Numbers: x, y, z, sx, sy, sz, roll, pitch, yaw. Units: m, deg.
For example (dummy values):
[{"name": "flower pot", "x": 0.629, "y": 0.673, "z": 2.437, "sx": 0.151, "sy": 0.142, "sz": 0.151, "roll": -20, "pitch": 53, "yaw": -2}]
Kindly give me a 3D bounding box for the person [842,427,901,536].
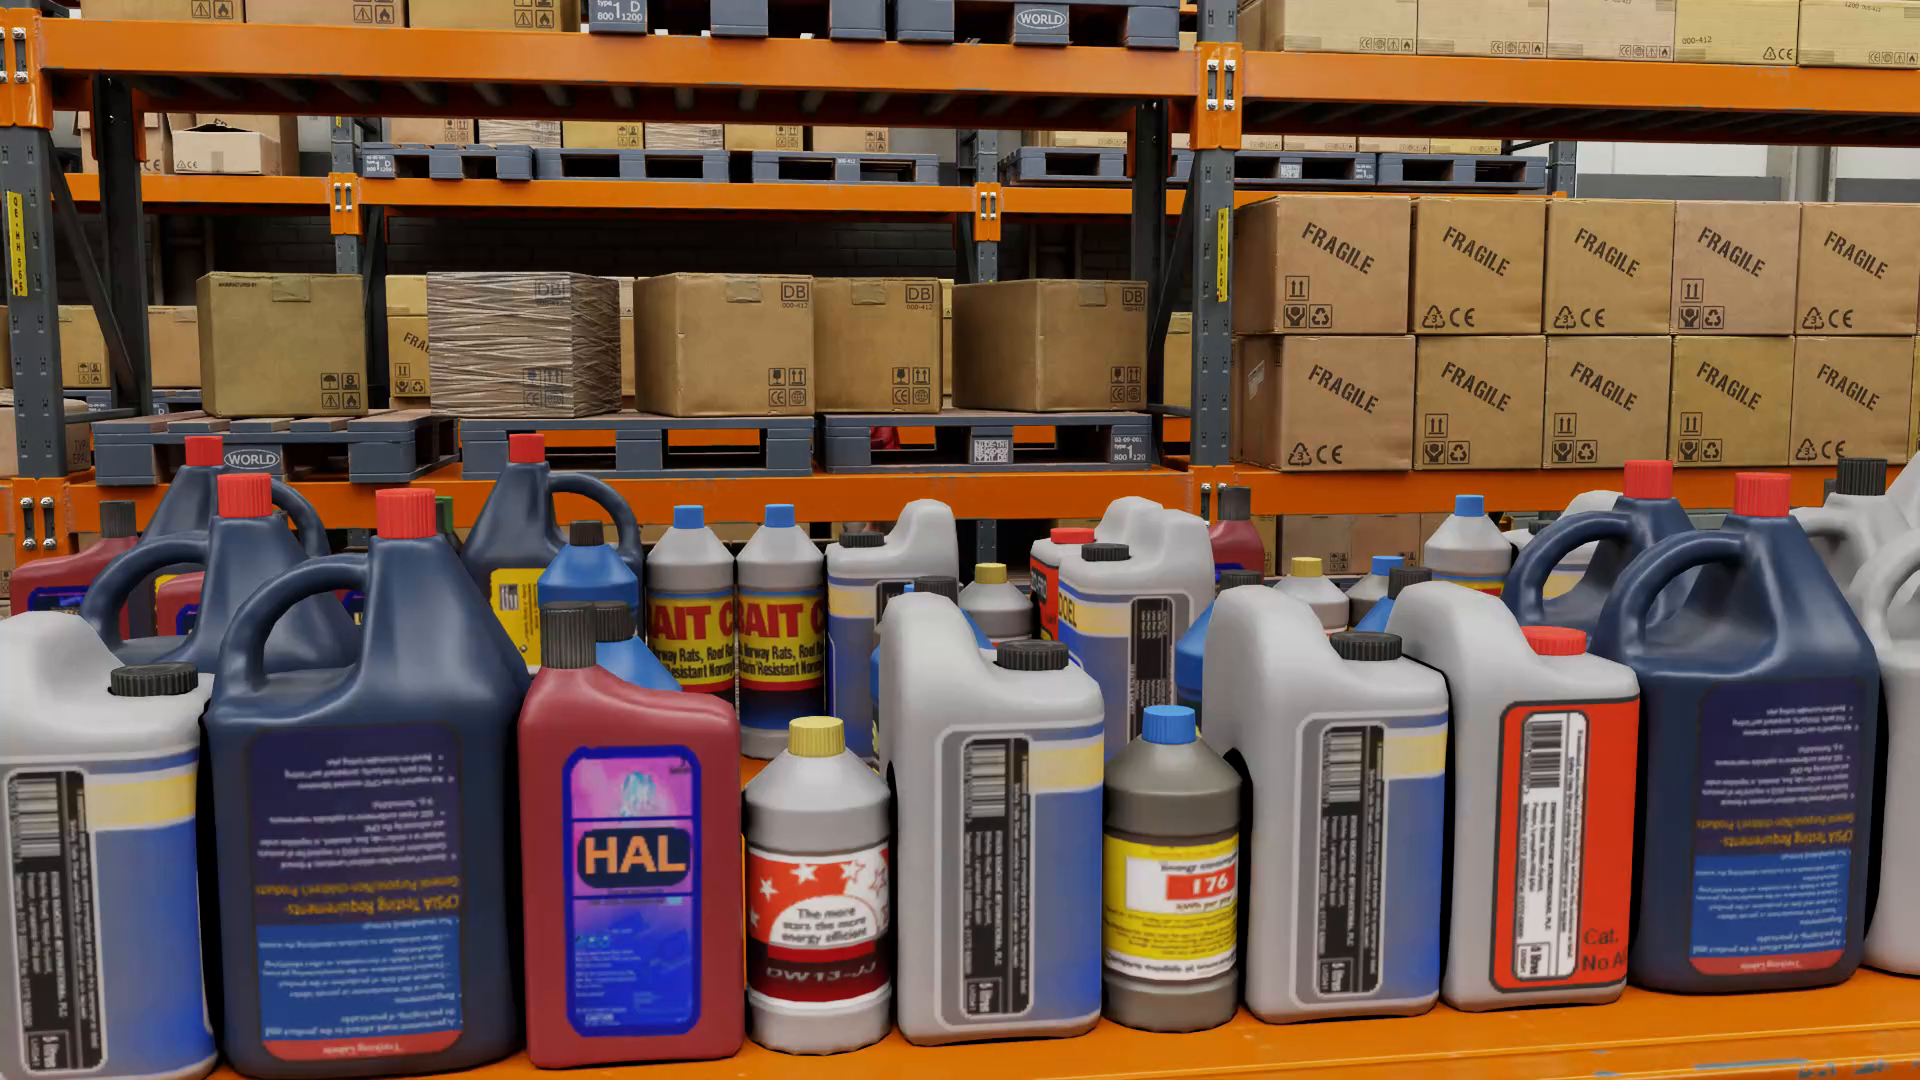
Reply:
[{"name": "person", "x": -0.485, "y": -0.086, "z": 8.541, "sx": 0.393, "sy": 1.726, "sz": 0.605, "roll": -1, "pitch": 7, "yaw": -12}]
